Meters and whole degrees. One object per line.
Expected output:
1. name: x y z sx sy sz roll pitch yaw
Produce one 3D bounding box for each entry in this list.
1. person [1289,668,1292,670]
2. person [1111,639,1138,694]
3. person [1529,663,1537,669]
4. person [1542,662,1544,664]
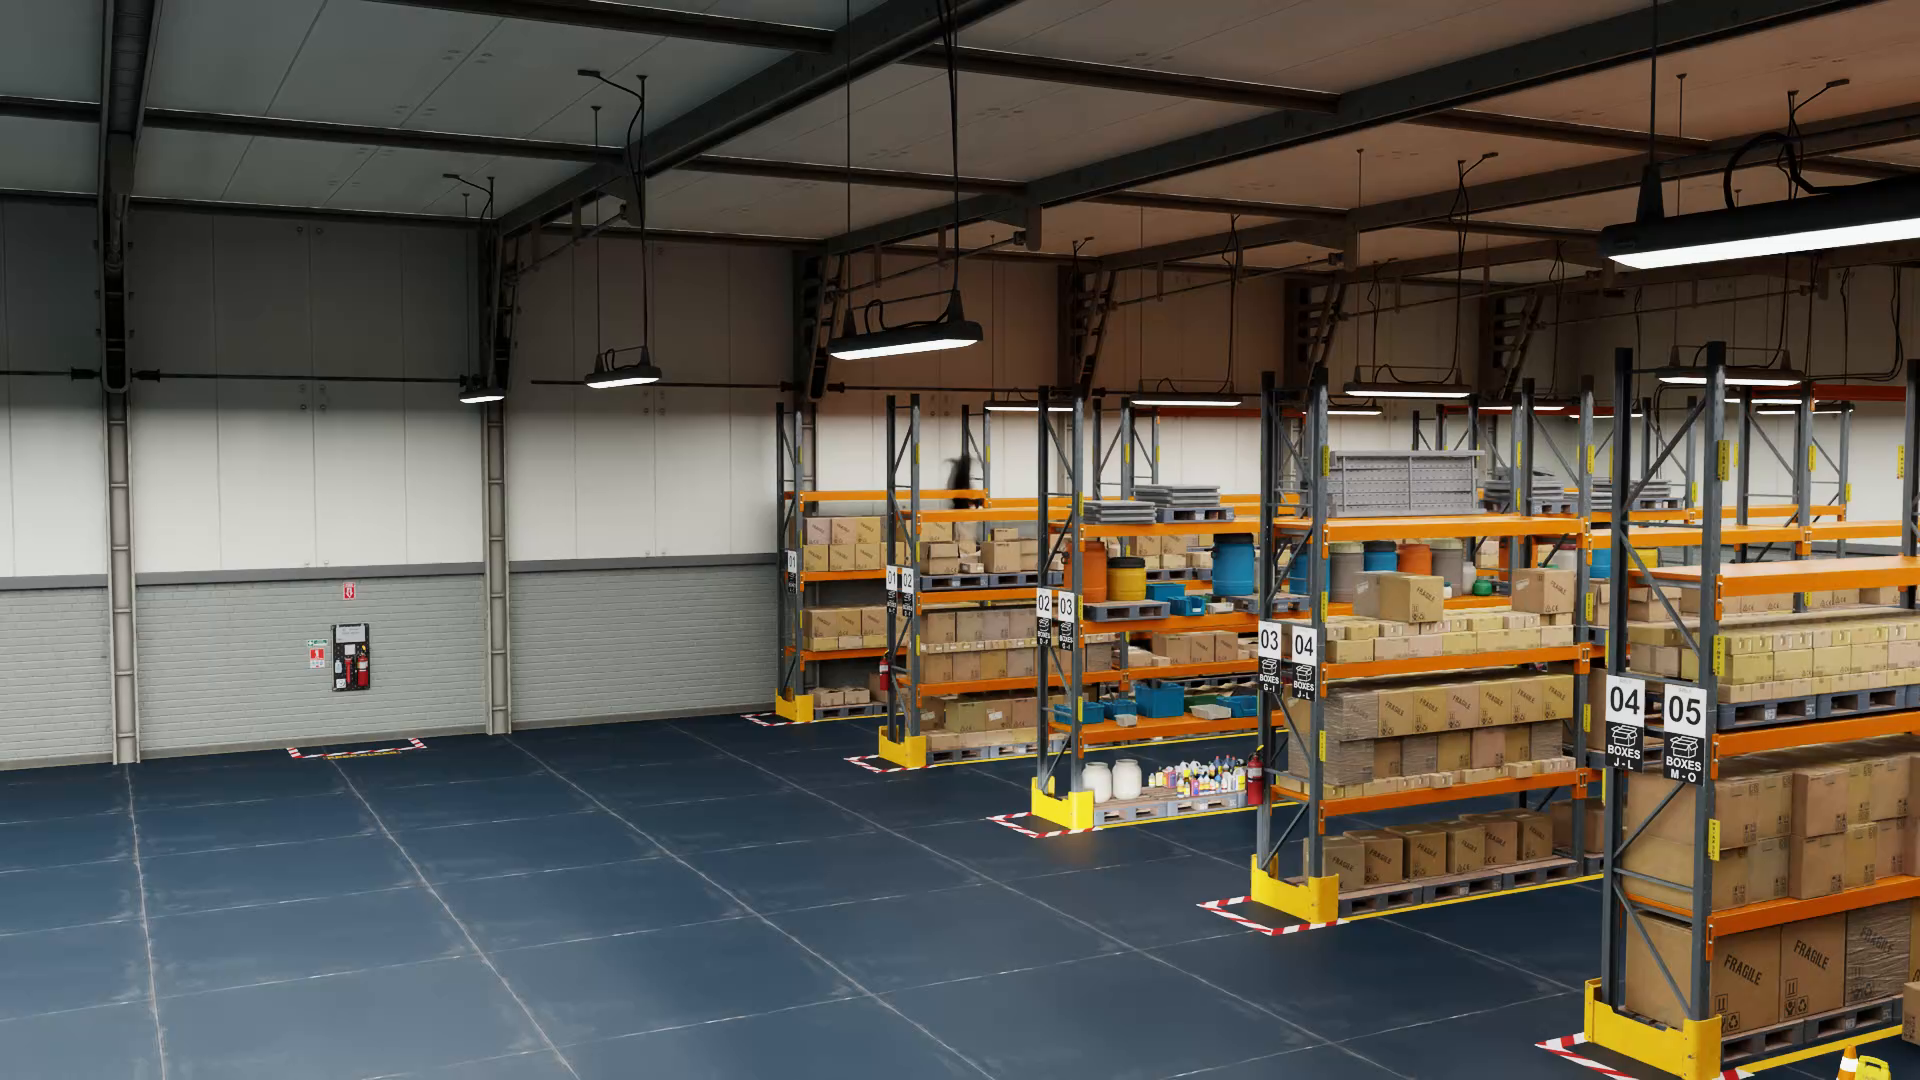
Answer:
1. person: 6.968 2.475 34.099 0.646 1.553 0.520 -2 4 -35
2. person: 3.288 2.619 32.676 0.601 1.390 0.933 3 4 41
3. person: 10.137 2.736 29.191 0.984 1.527 0.667 -1 3 -11
4. person: 10.993 2.534 31.003 0.726 1.787 0.671 -2 4 -37
